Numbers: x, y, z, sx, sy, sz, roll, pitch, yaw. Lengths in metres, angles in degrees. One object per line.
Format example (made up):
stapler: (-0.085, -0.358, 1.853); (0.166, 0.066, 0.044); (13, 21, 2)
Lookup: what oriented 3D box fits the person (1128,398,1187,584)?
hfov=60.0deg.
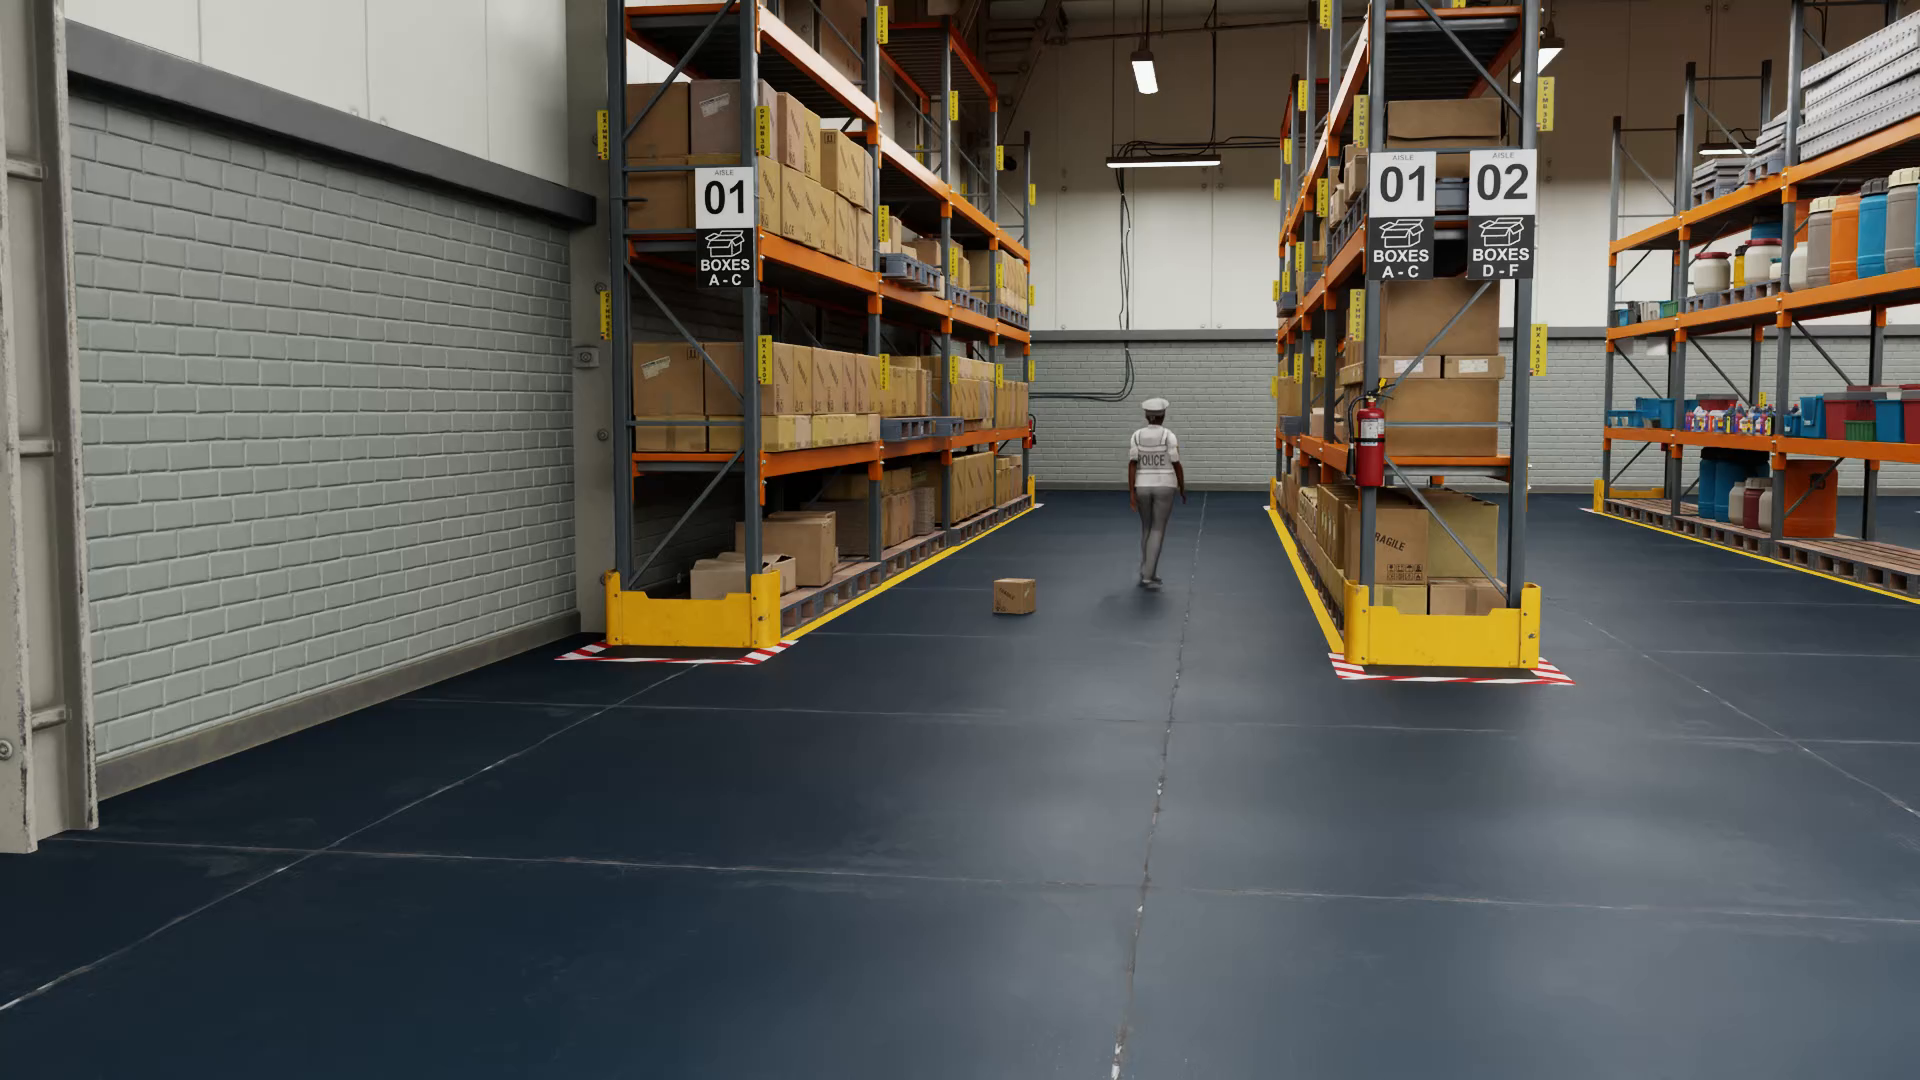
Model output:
person: (1.789, -0.412, 15.010); (0.464, 1.734, 0.706); (2, 5, 27)
